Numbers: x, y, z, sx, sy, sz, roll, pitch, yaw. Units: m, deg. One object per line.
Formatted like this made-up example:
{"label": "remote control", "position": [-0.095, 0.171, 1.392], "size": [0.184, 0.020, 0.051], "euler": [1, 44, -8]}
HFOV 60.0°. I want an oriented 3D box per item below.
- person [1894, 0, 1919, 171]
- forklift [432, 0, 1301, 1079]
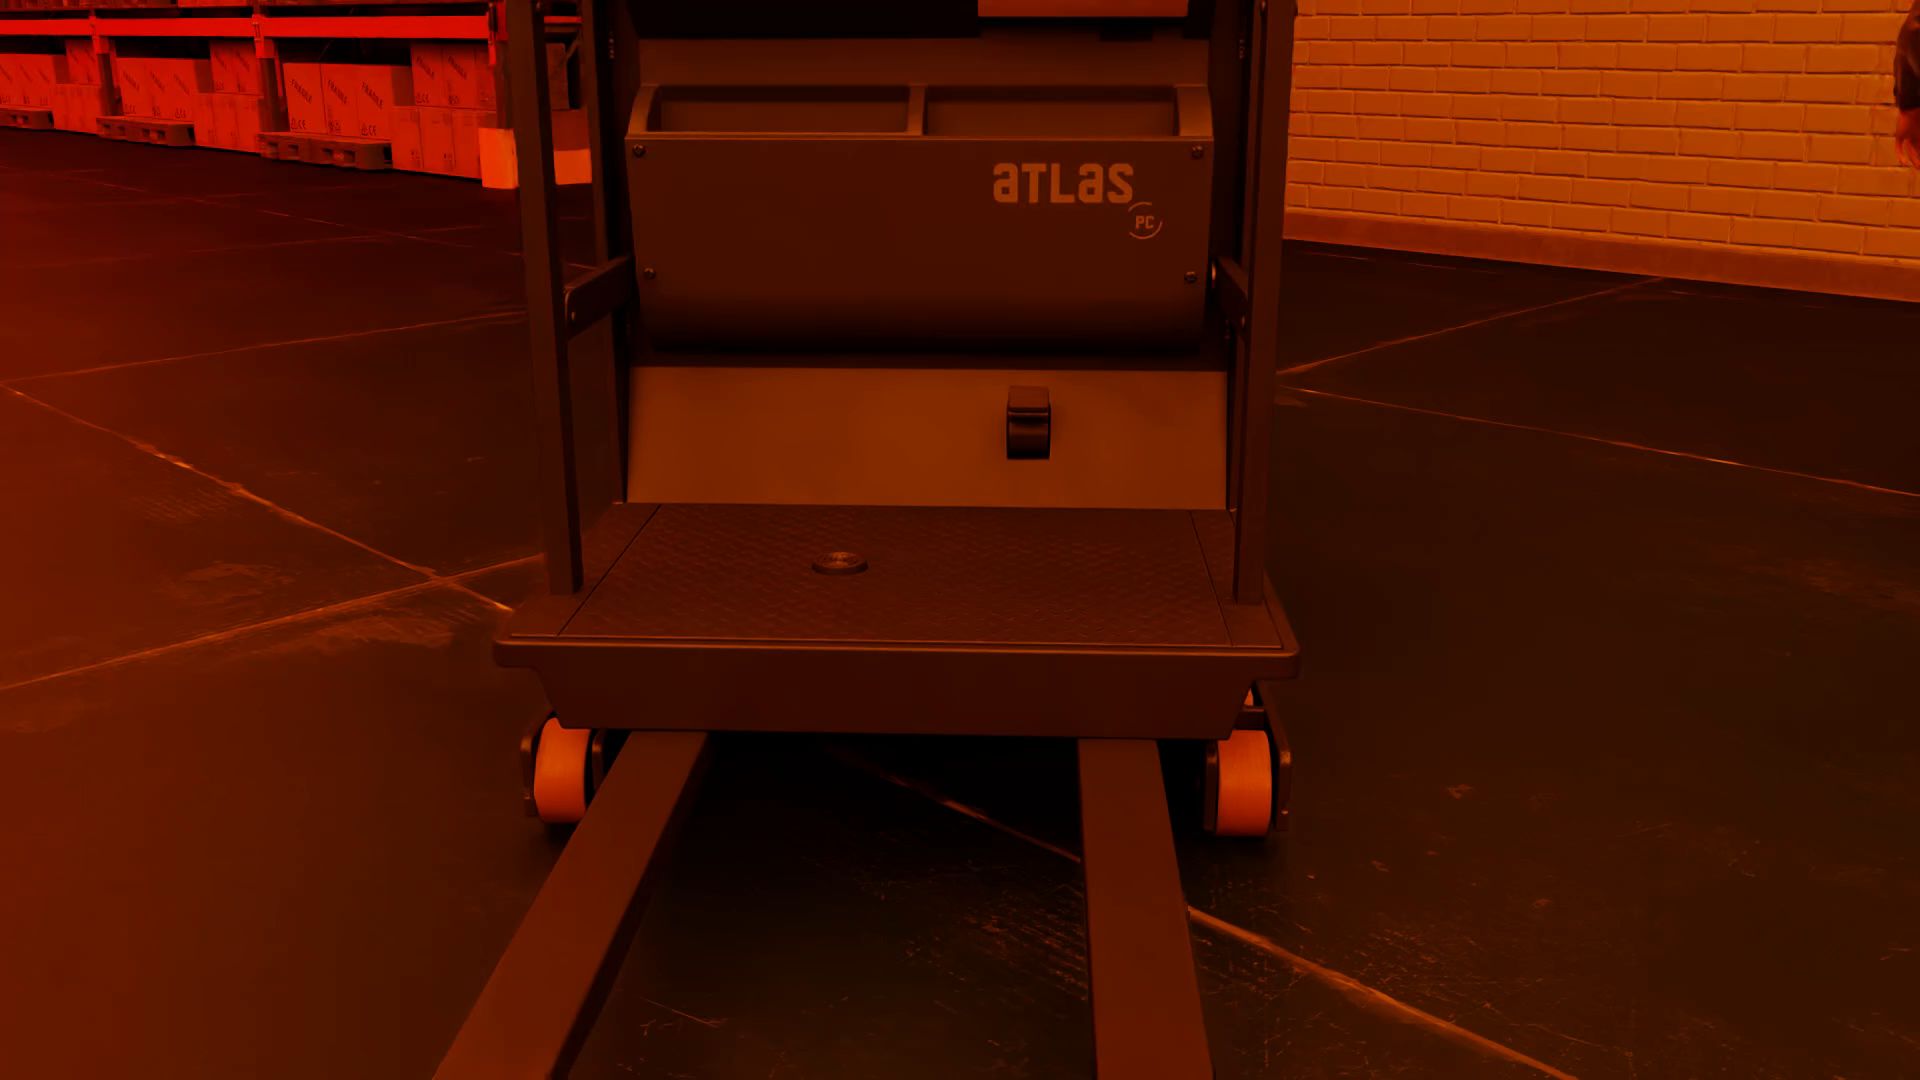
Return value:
{"label": "person", "position": [2.641, -0.932, 4.075], "size": [0.489, 1.702, 0.782], "euler": [-7, 18, -22]}
{"label": "forklift", "position": [-0.071, -1.055, 2.340], "size": [1.130, 2.935, 3.031], "euler": [1, 17, 2]}
